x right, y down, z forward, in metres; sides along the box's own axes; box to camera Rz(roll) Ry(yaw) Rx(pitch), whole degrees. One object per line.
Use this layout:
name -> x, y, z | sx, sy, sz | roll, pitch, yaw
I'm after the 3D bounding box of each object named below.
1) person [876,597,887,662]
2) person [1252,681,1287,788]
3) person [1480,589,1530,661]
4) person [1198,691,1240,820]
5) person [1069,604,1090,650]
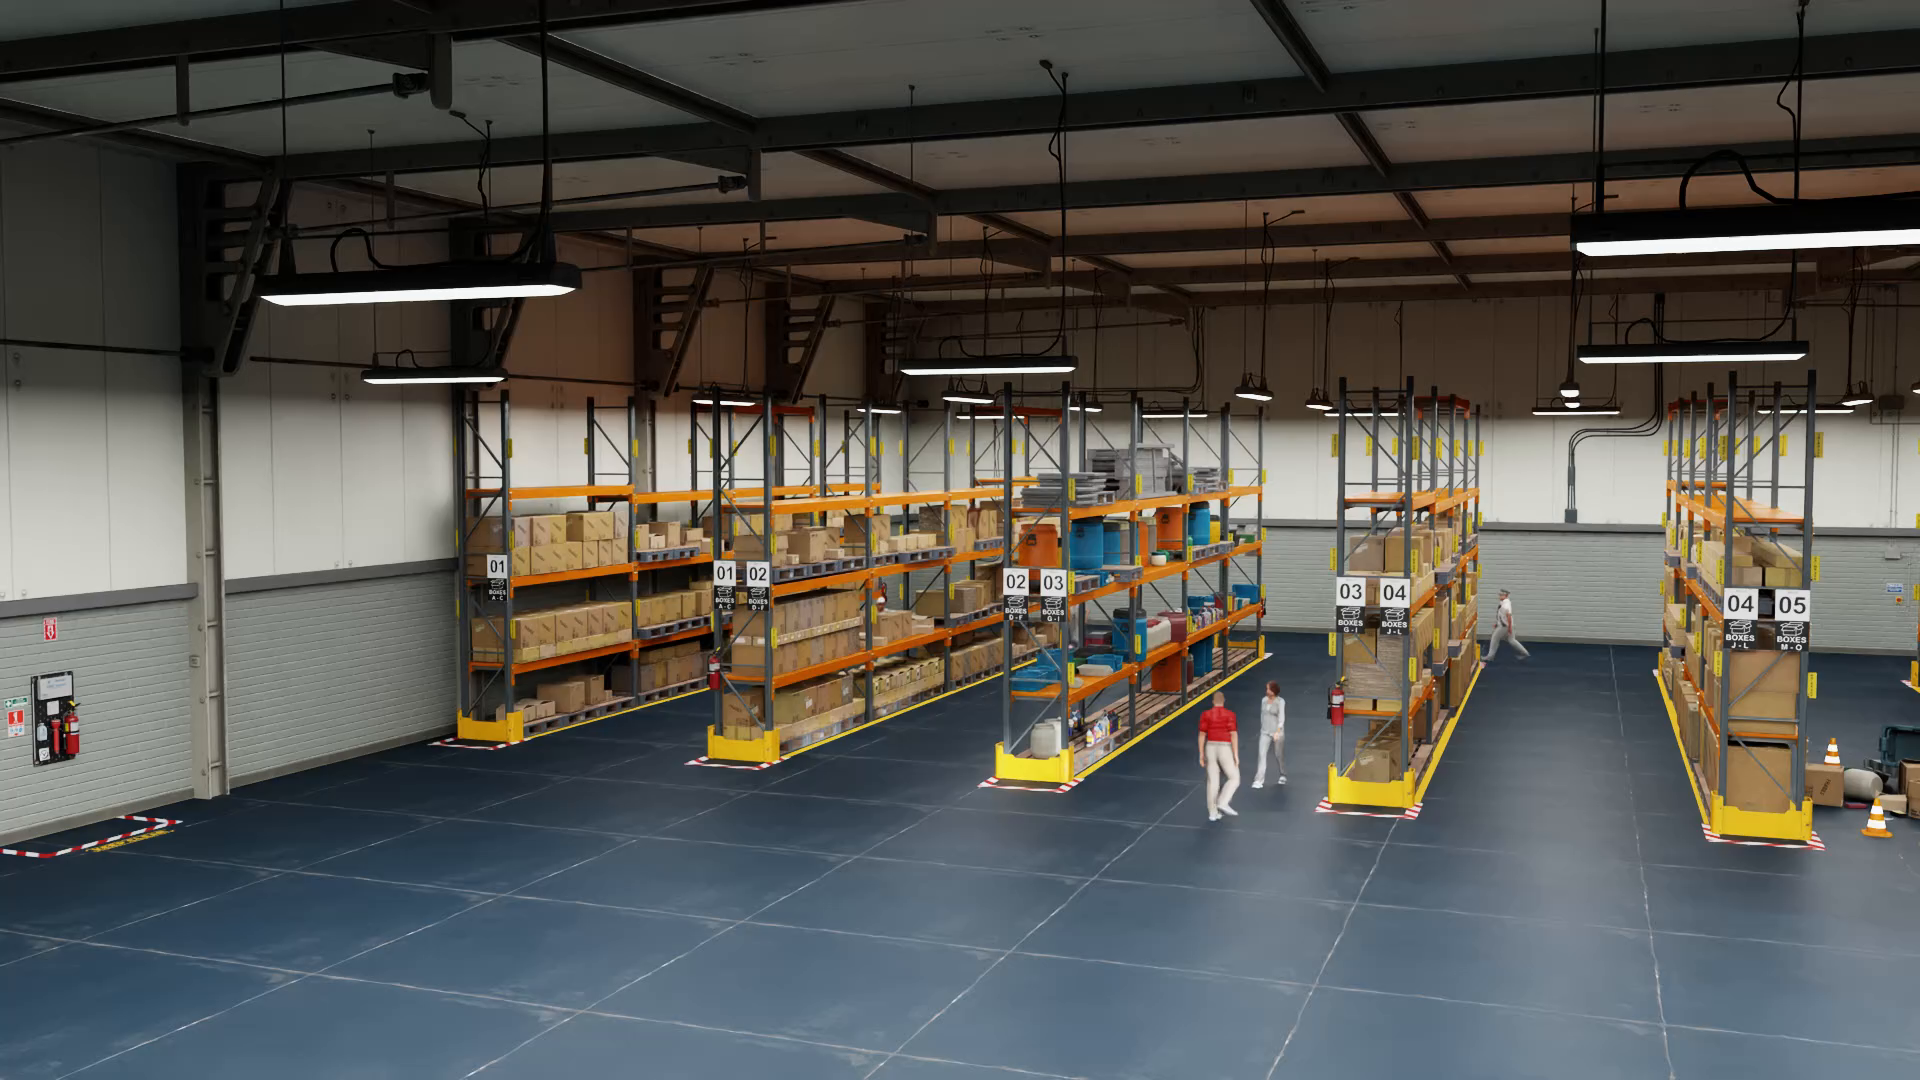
person -> -1.752, 2.113, 36.463 | 0.520, 1.735, 0.962 | 1, 3, 10
person -> 4.565, 2.856, 24.453 | 0.432, 1.552, 0.903 | 2, 4, 35
person -> 12.758, 1.990, 38.910 | 1.105, 1.713, 0.530 | 1, 3, 24
person -> 3.483, 2.902, 22.403 | 0.581, 1.716, 0.493 | 2, 4, 31
person -> 2.788, 2.038, 39.511 | 0.596, 1.585, 0.702 | 2, 4, 30
